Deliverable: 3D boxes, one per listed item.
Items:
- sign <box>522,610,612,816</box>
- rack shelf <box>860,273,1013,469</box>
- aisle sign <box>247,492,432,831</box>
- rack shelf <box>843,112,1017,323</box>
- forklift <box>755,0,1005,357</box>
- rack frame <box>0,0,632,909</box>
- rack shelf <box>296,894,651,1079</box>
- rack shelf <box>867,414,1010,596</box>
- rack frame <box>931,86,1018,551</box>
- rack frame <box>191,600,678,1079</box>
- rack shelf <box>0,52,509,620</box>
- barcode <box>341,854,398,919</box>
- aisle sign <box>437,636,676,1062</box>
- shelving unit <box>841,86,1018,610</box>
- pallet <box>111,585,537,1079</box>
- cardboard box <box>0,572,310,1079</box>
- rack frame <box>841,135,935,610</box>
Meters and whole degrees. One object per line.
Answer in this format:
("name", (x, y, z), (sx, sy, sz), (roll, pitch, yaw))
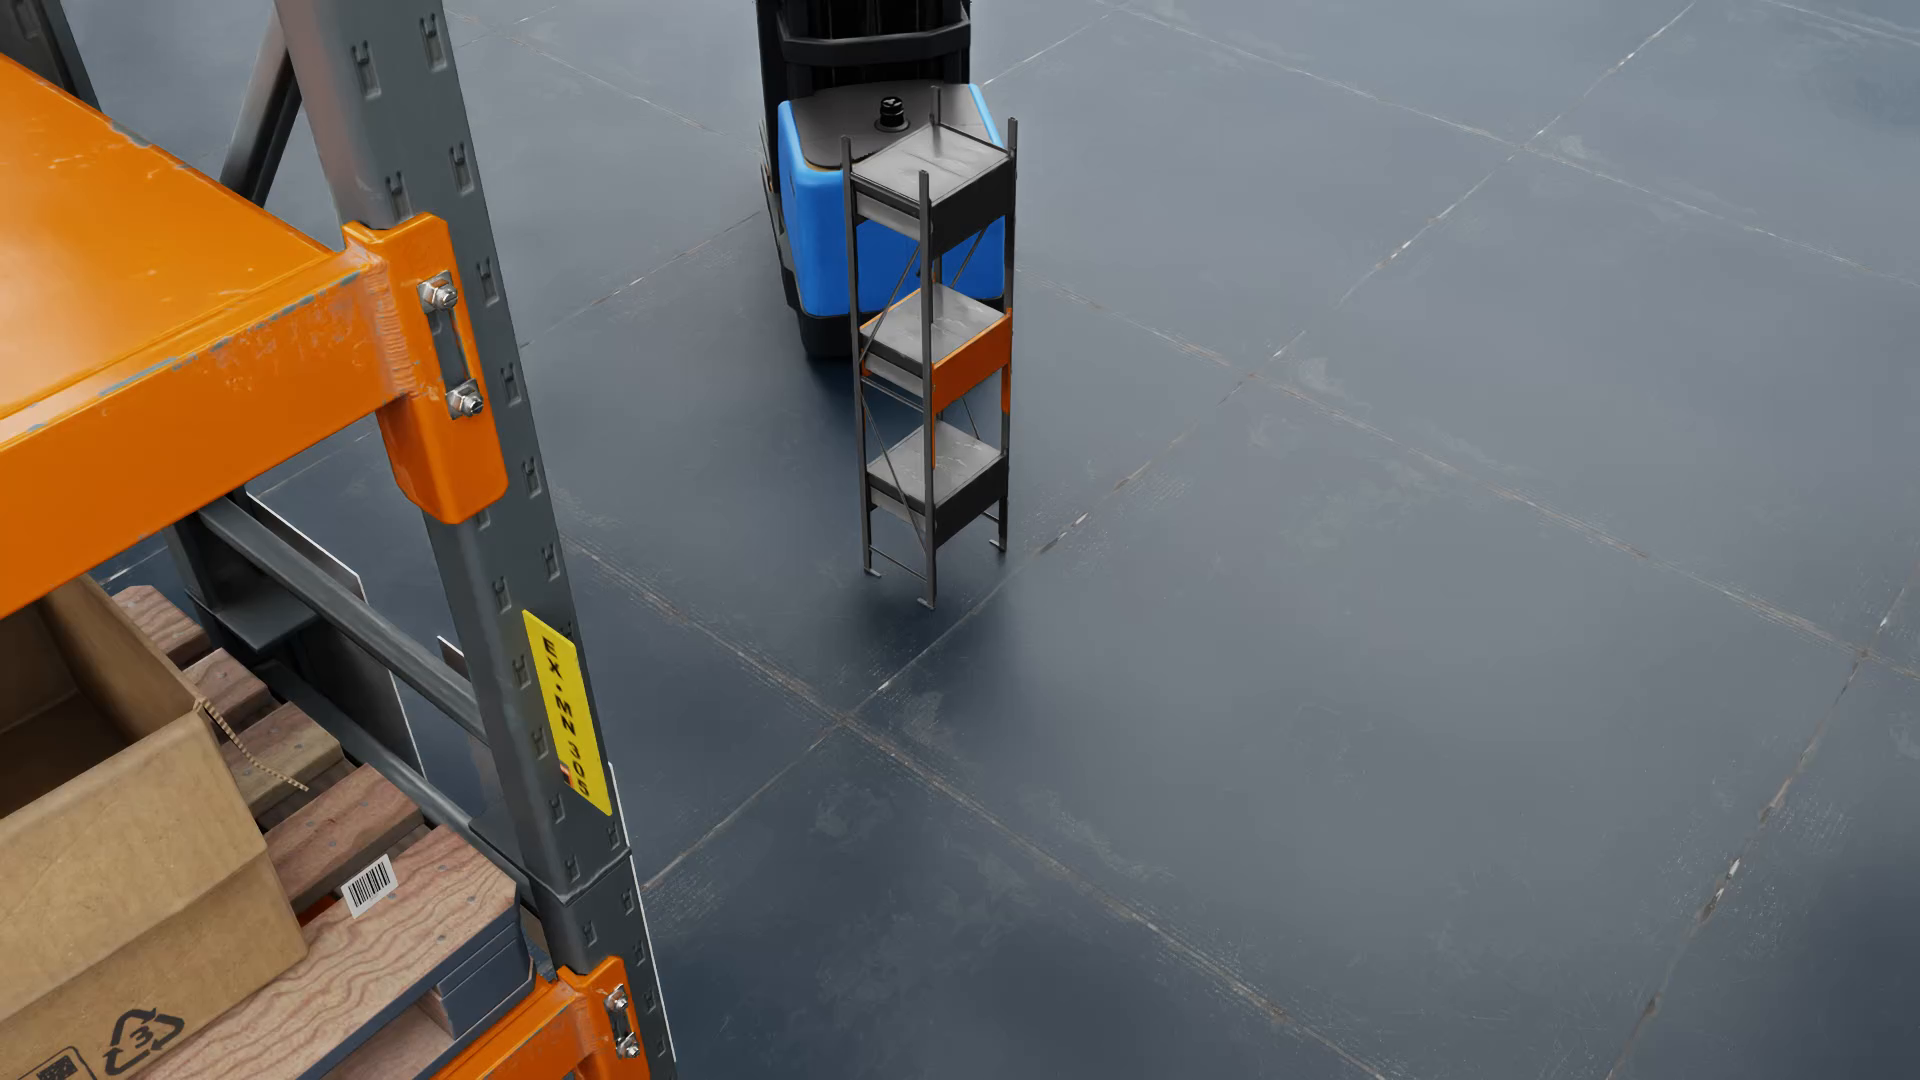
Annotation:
("sign", (-0.502, 0.225, 2.126), (0.100, 0.325, 0.005), (29, 50, 28))
("rack shelf", (-0.107, -0.682, 6.641), (0.431, 0.518, 0.480), (29, 50, 28))
("aisle sign", (-1.101, 0.263, 2.981), (0.394, 0.787, 0.004), (29, 50, 28))
("rack shelf", (-0.107, -1.199, 6.170), (0.431, 0.518, 0.480), (29, 50, 28))
("forklift", (-0.538, -3.000, 8.553), (1.130, 2.935, 3.031), (-7, 43, -8))
("rack frame", (-0.908, -0.828, 1.654), (1.000, 3.000, 0.127), (29, 50, 28))
("rack shelf", (-2.196, 1.577, 1.773), (1.077, 0.370, 4.000), (29, 50, 28))
("rack shelf", (-0.107, -0.164, 7.112), (0.431, 0.518, 0.480), (29, 50, 28))
("rack frame", (0.050, -0.817, 6.770), (0.400, 2.100, 0.015), (29, 50, 28))
("rack frame", (-0.908, 1.391, 3.673), (1.000, 3.000, 0.127), (29, 50, 28))
("rack shelf", (-2.196, 0.616, 0.898), (1.077, 0.370, 4.000), (29, 50, 28))
("barcode", (-0.733, 0.431, 2.068), (0.001, 0.075, 0.075), (29, 50, 28))
("aisle sign", (-0.641, 0.523, 2.695), (0.394, 0.787, 0.004), (29, 50, 28))
("shelving unit", (-0.107, -0.692, 6.632), (0.431, 2.100, 0.503), (29, 50, 28))
("pallet", (-1.383, 0.667, 2.305), (1.003, 0.211, 1.213), (29, 50, 28))
("cardboard box", (-1.281, 0.330, 2.117), (0.797, 0.503, 0.637), (33, 52, 31))
("rack frame", (-0.264, -0.566, 6.494), (0.400, 2.100, 0.015), (29, 50, 28))
